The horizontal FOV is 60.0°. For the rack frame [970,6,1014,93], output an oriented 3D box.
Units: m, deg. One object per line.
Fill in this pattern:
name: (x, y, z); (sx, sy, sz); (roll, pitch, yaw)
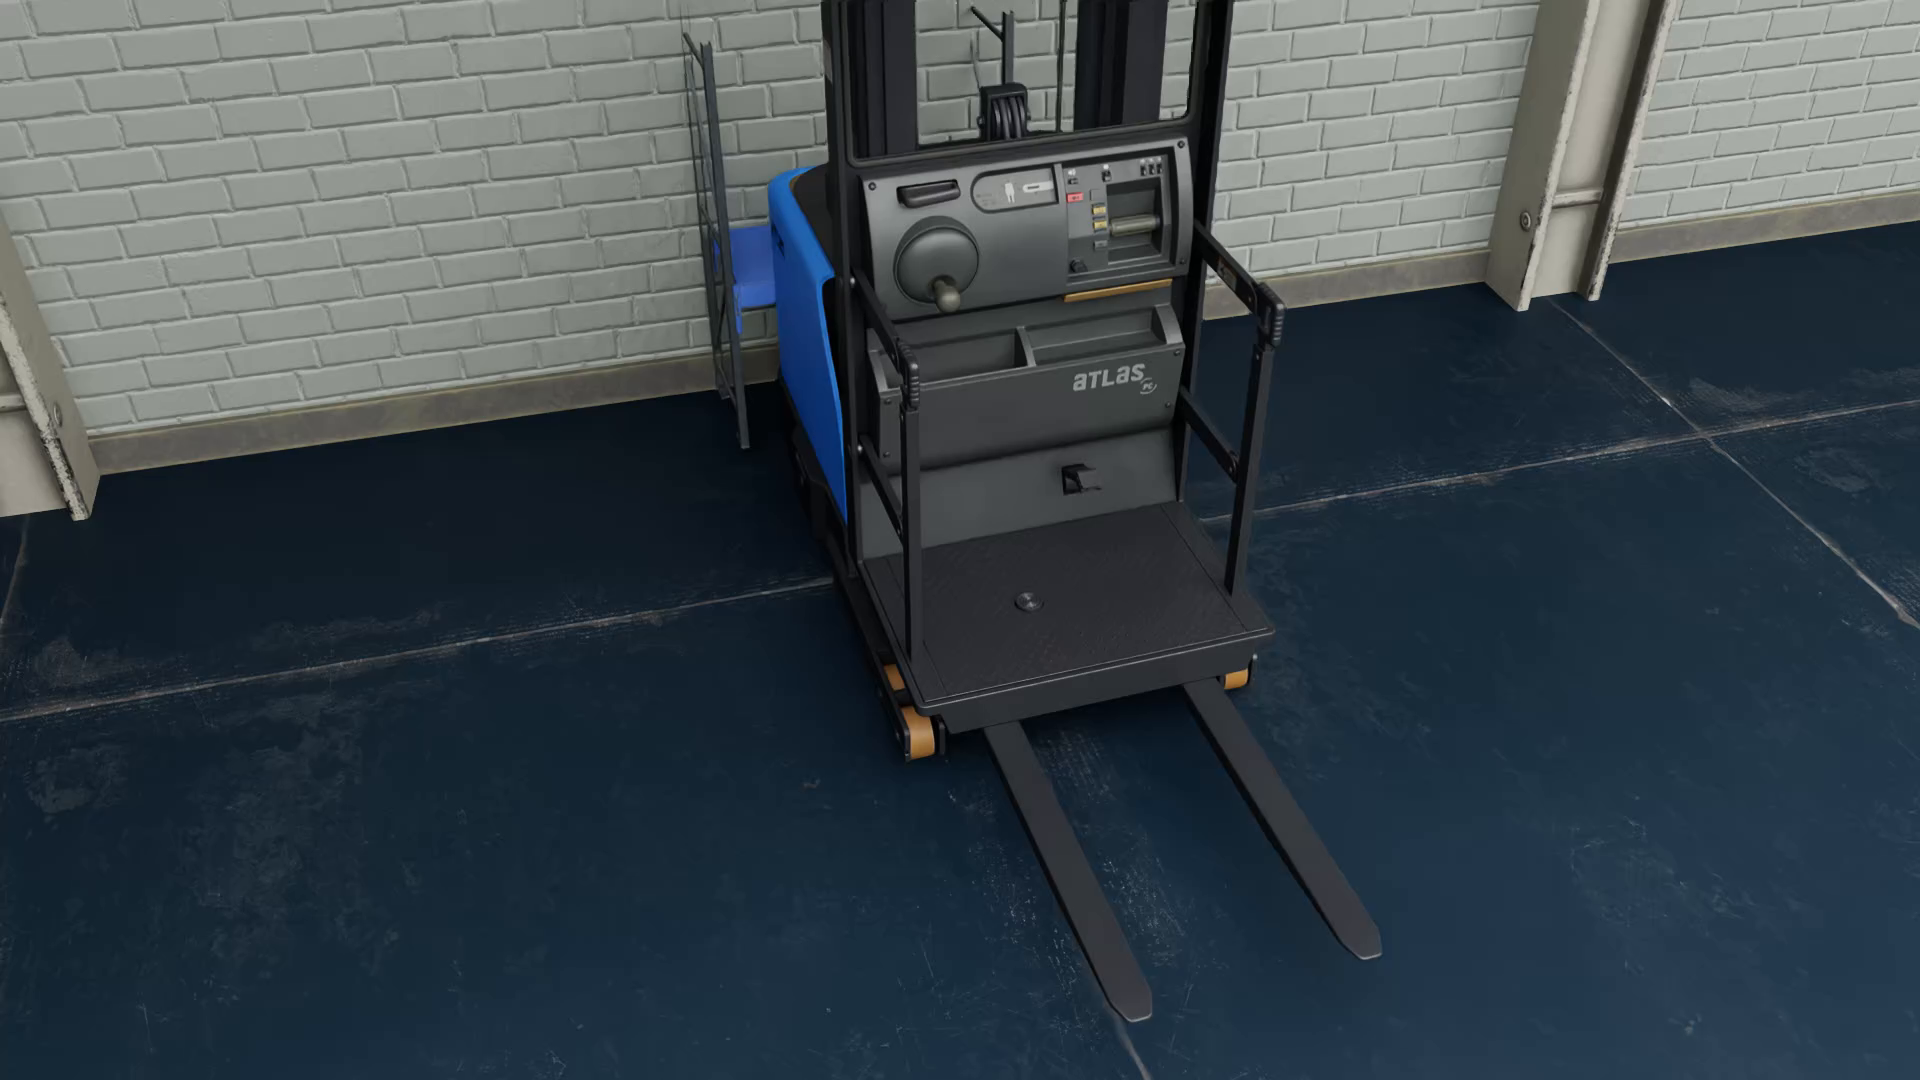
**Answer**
rack frame: (0.096, -1.272, 6.151); (0.032, 1.500, 0.500); (-11, 36, -14)

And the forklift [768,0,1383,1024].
forklift: (0.262, -0.792, 4.373); (1.130, 2.935, 3.031); (-11, 39, -14)

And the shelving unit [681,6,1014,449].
shelving unit: (-0.388, -1.180, 6.026); (1.048, 1.500, 0.538); (-11, 36, -14)

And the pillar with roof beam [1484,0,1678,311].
pillar with roof beam: (3.621, -2.135, 1.134); (0.400, 9.000, 9.100); (-9, 38, -12)

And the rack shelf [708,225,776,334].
rack shelf: (-0.387, -1.032, 6.129); (1.000, 0.185, 0.538); (-11, 36, -14)

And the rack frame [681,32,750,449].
rack frame: (-0.872, -1.088, 5.901); (0.032, 1.500, 0.500); (-11, 36, -14)
